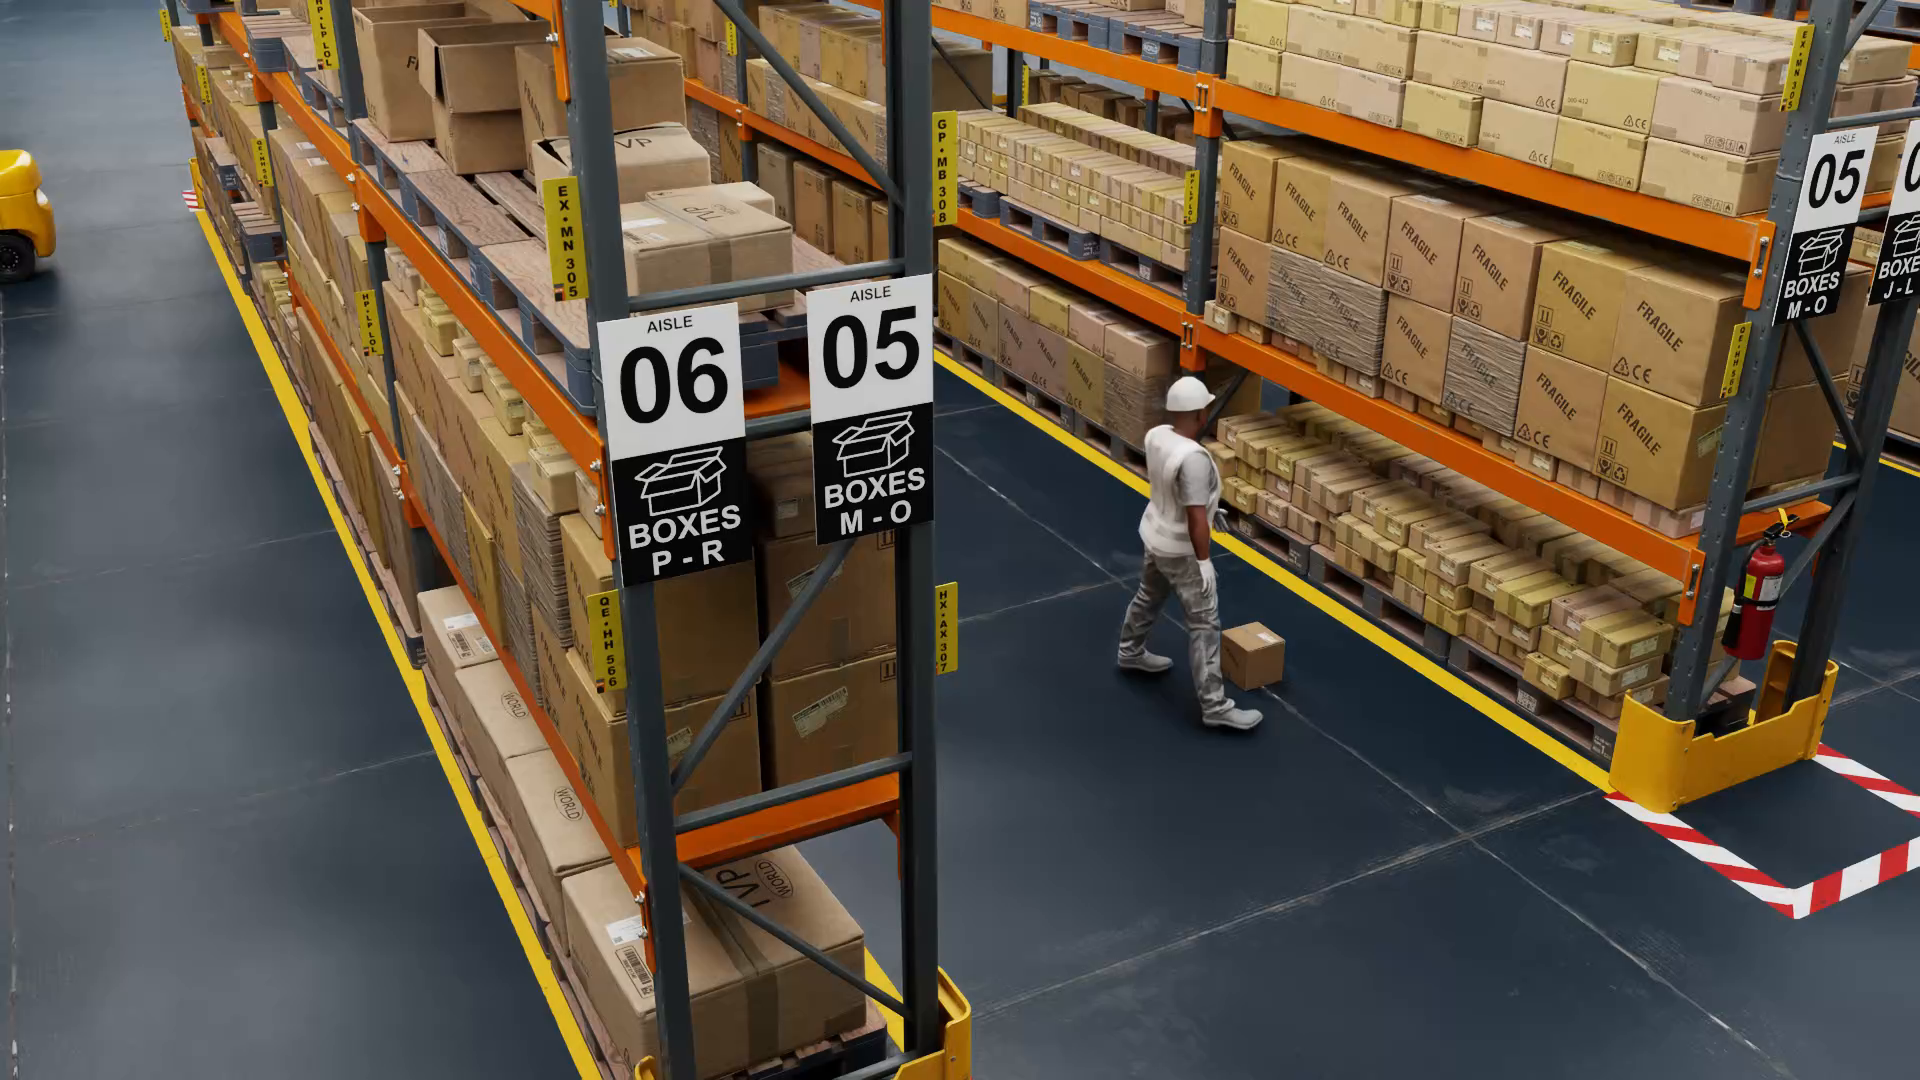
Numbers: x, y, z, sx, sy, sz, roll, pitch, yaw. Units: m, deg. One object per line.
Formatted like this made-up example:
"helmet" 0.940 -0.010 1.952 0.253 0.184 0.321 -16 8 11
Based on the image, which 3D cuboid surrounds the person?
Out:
"person" 1.209 0.043 8.500 0.570 1.755 0.895 -4 26 -8
